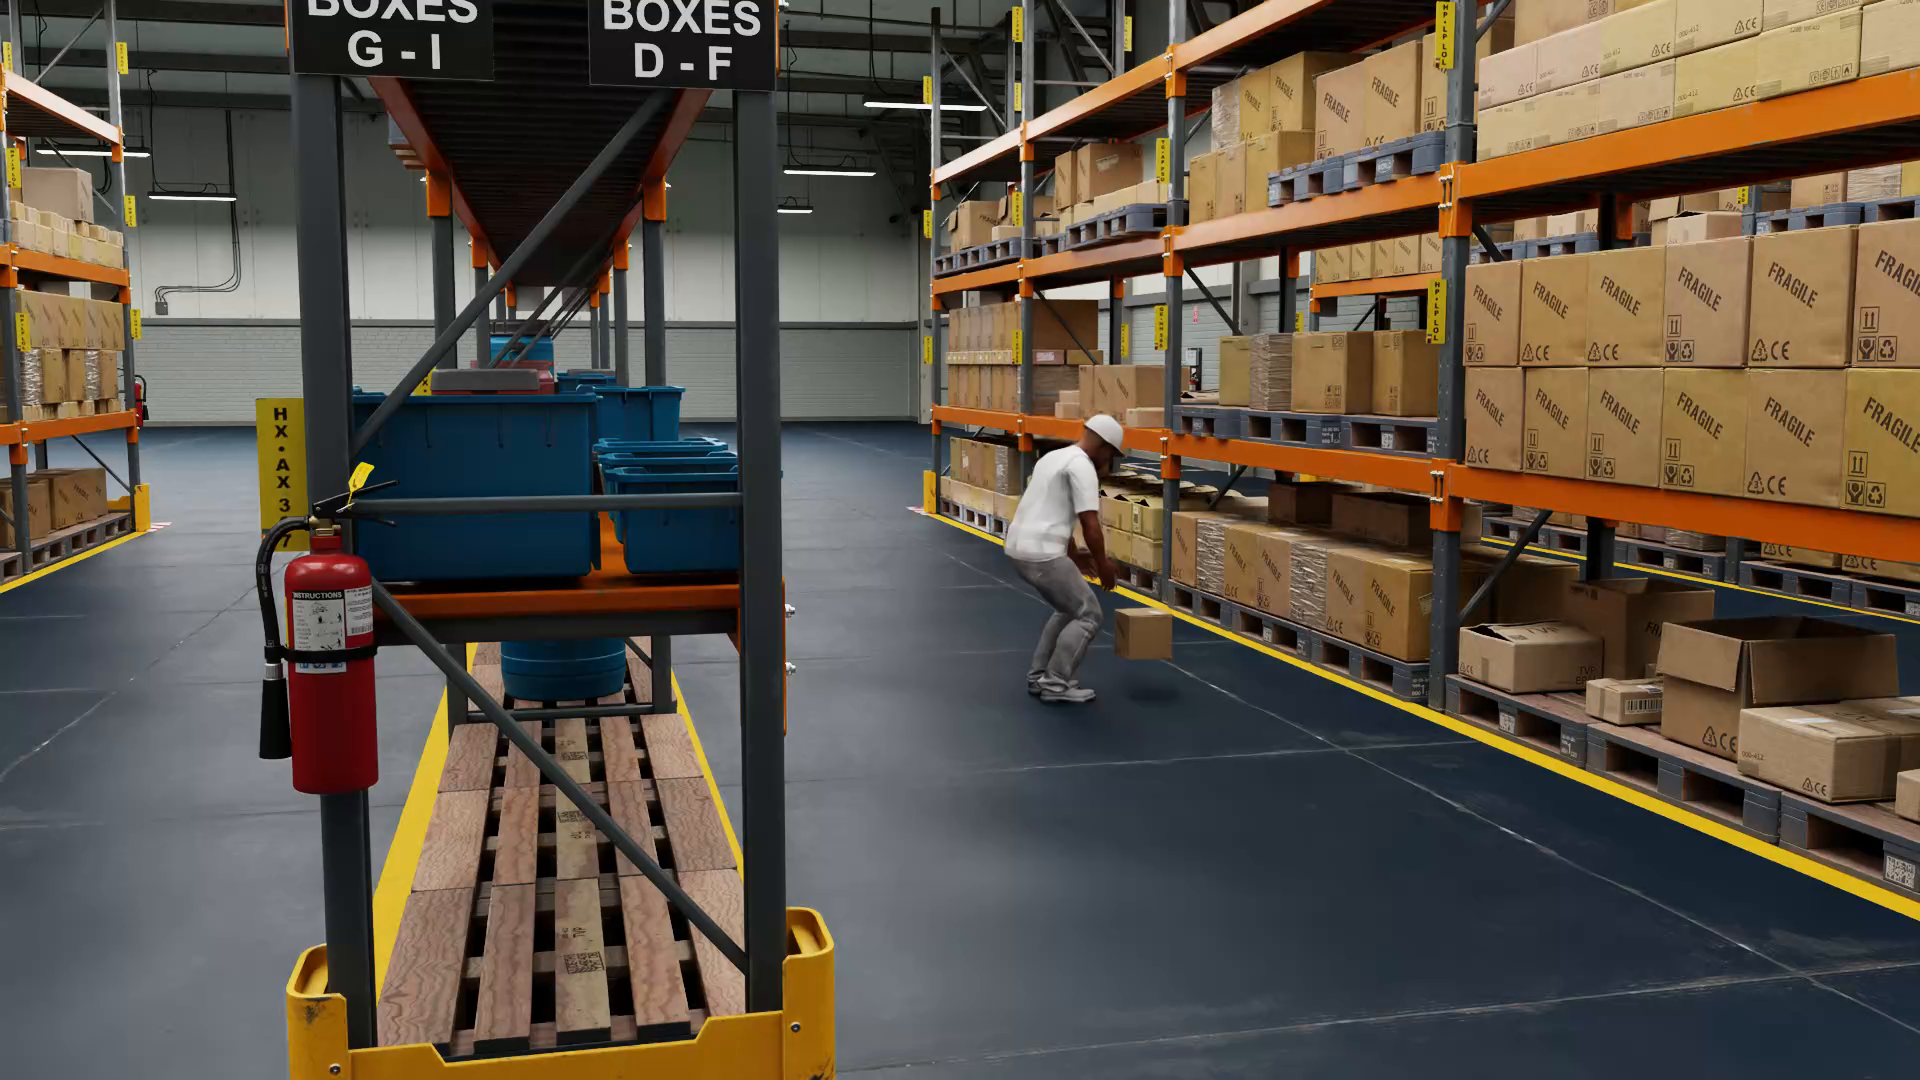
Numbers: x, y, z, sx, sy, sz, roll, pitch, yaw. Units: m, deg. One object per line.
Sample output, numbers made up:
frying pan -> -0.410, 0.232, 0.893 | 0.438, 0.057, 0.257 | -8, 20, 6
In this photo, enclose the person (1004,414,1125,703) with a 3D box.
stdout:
person -> 0.580, 0.086, 9.094 | 0.662, 1.543, 0.625 | -1, 6, -13
